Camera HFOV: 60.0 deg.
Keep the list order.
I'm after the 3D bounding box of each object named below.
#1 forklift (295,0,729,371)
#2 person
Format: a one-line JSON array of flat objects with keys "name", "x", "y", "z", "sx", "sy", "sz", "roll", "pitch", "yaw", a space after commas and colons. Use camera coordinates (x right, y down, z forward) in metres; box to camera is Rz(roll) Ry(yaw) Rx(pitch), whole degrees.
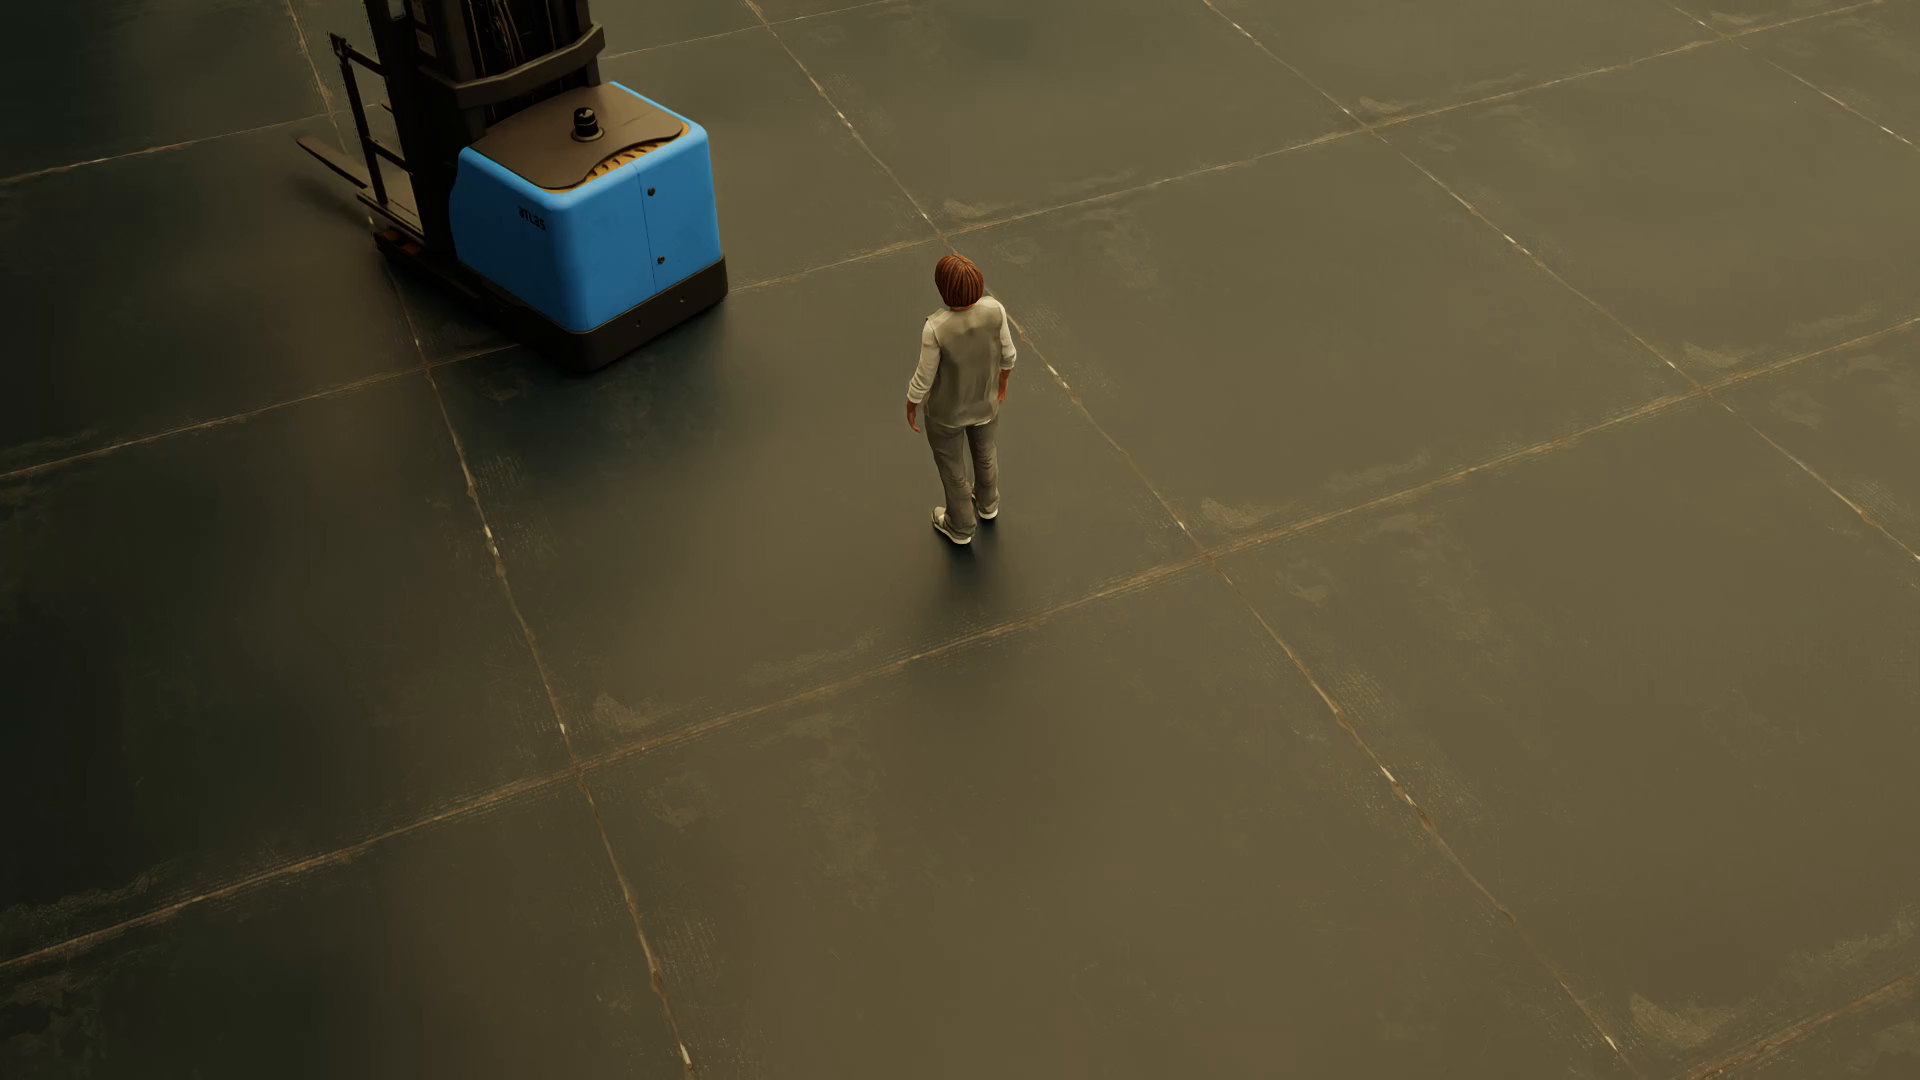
[{"name": "forklift", "x": -2.709, "y": -2.831, "z": 8.713, "sx": 3.031, "sy": 2.935, "sz": 1.130, "roll": 32, "pitch": 52, "yaw": 30}, {"name": "person", "x": -0.019, "y": -0.639, "z": 7.333, "sx": 0.521, "sy": 1.599, "sz": 0.473, "roll": -18, "pitch": 46, "yaw": -18}]
